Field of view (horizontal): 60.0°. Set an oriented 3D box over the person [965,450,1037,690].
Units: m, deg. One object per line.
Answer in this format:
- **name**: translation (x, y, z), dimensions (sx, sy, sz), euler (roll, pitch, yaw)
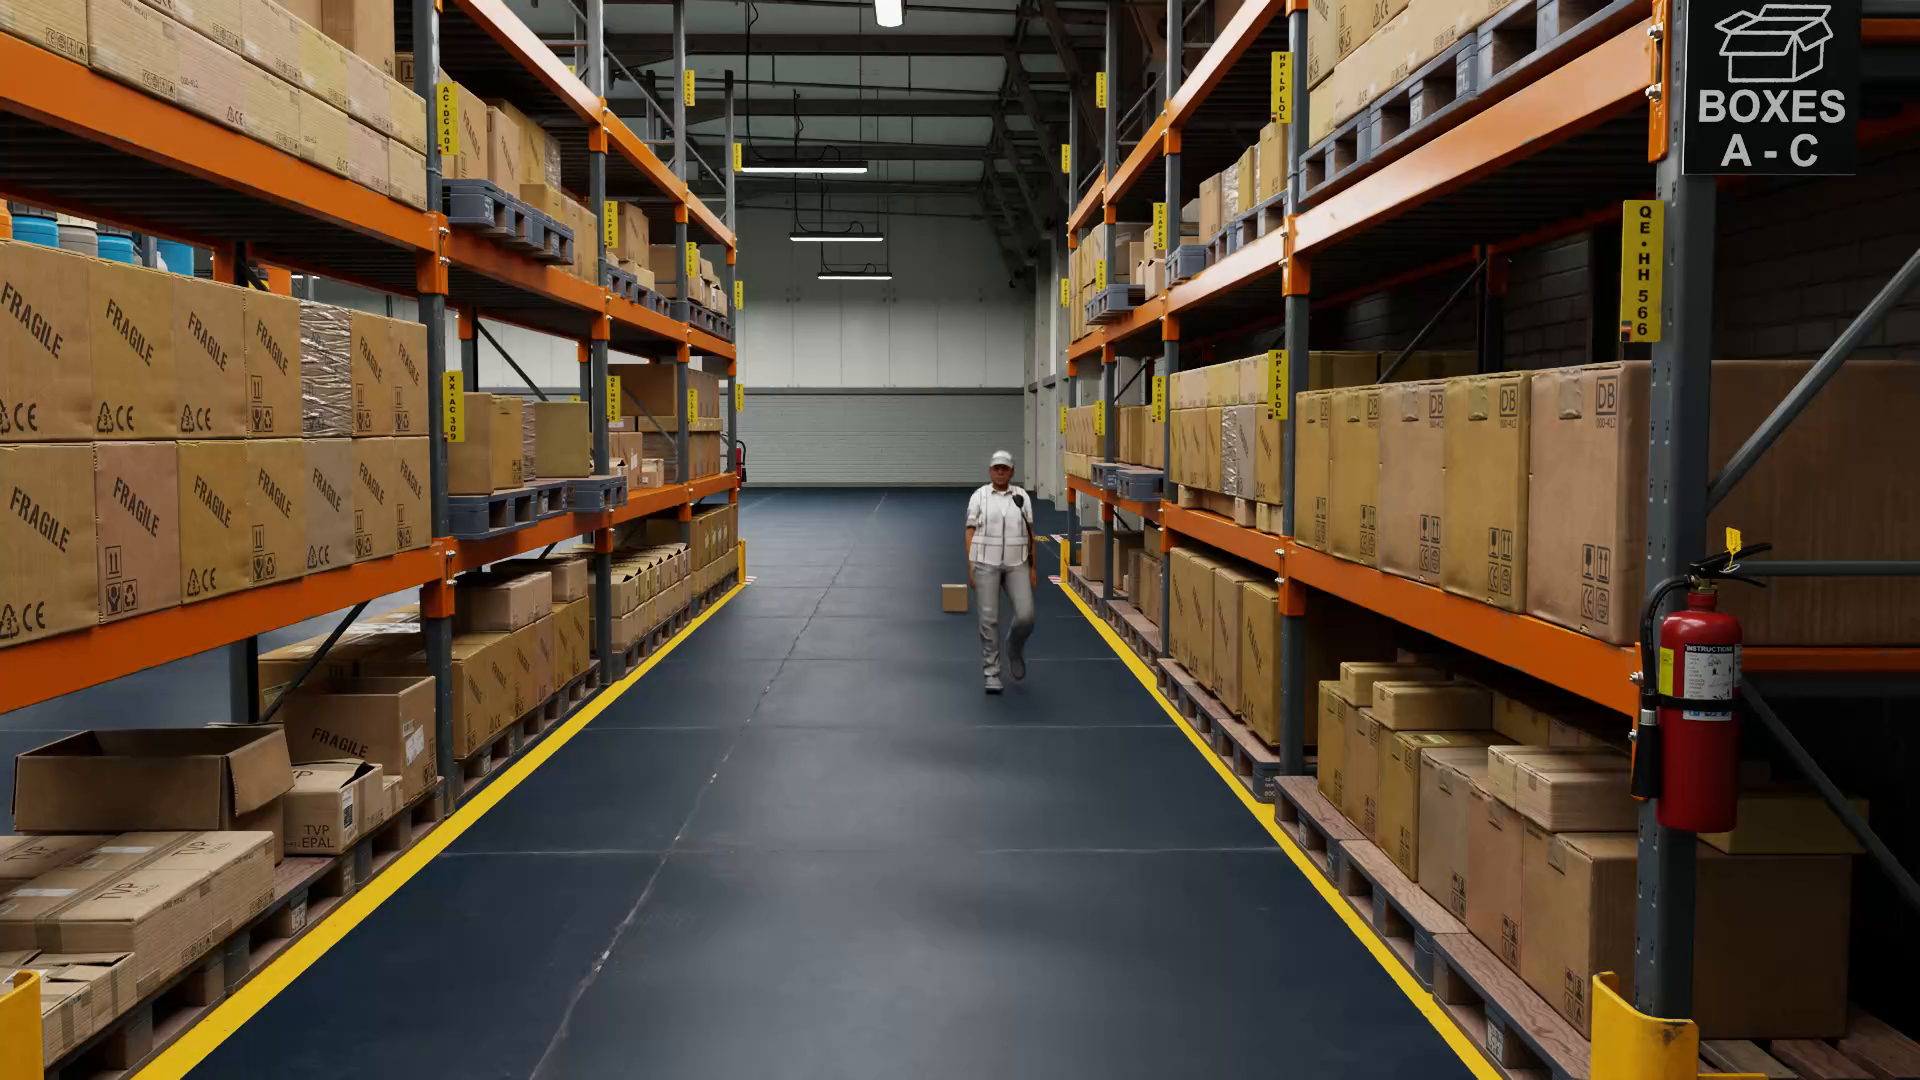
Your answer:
- **person**: translation (0.291, 0.203, 11.624), dimensions (0.506, 1.655, 0.484), euler (0, 4, -5)
